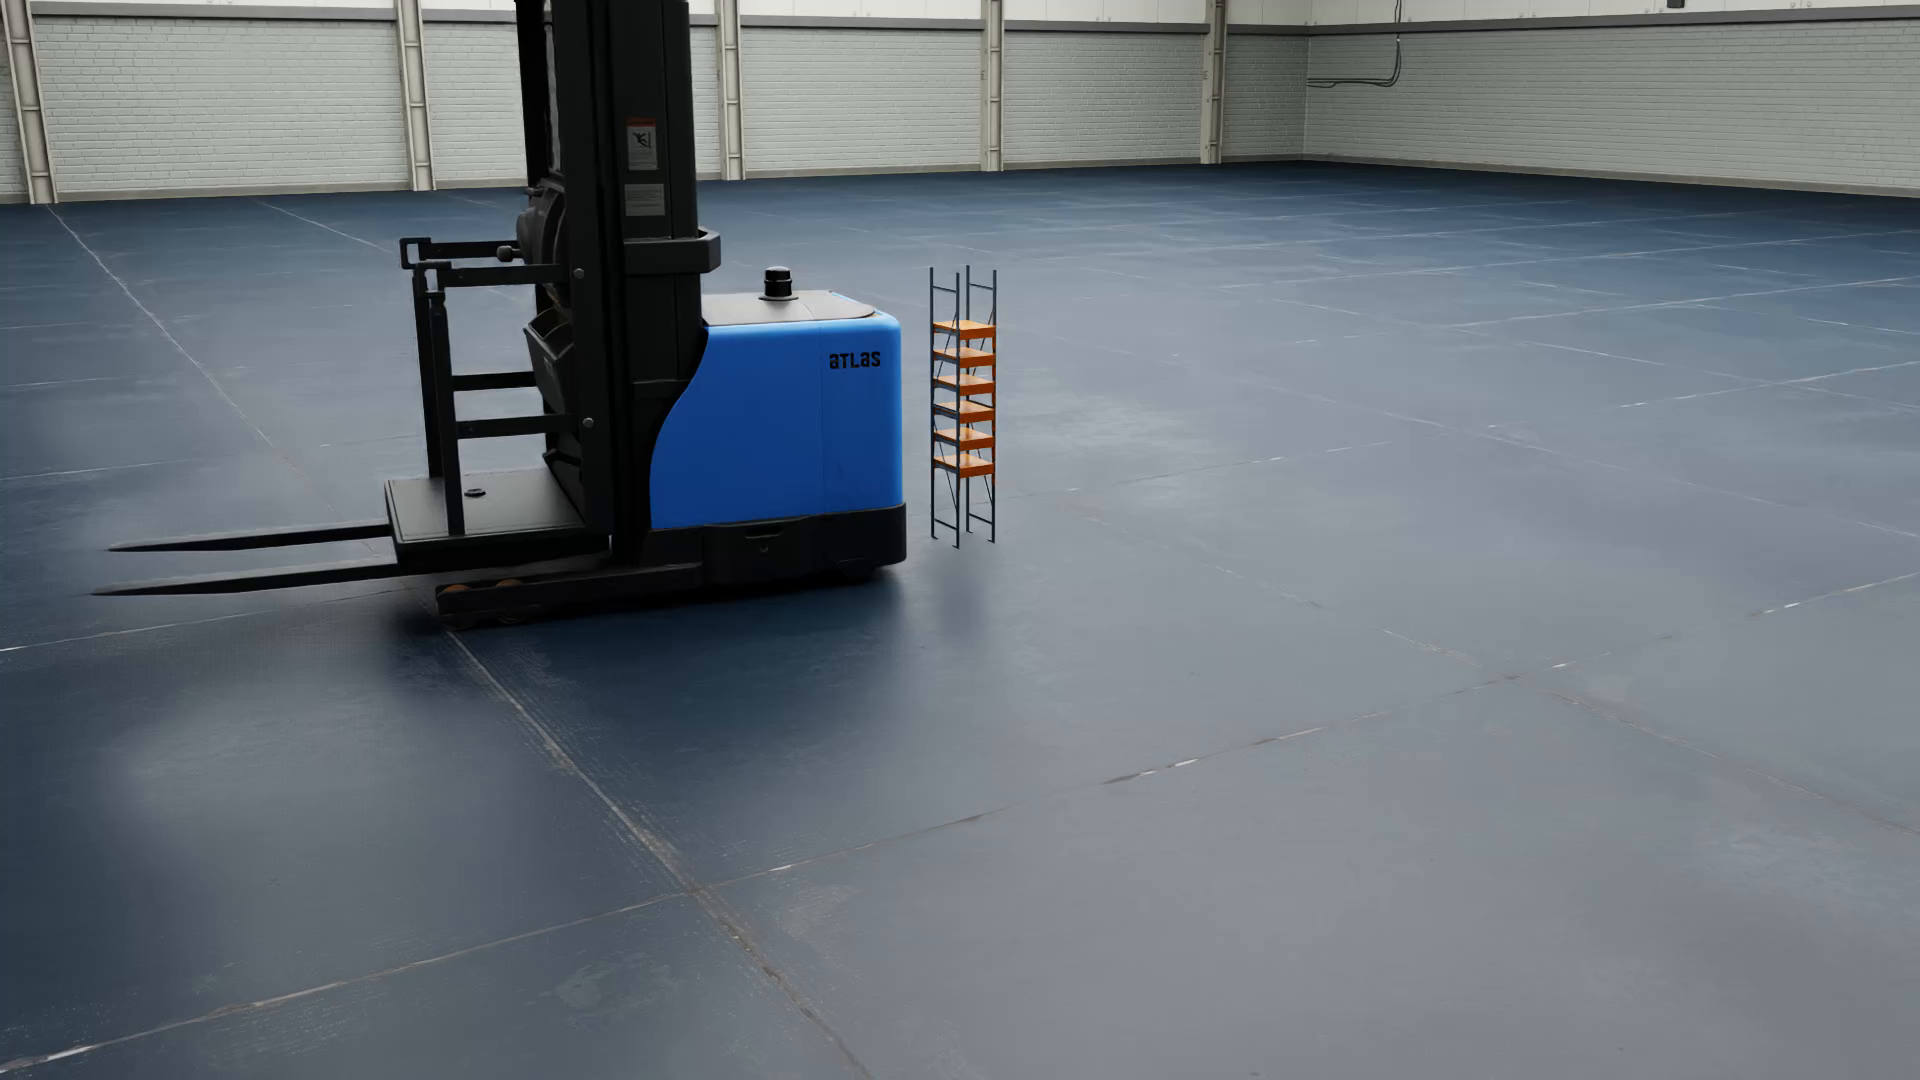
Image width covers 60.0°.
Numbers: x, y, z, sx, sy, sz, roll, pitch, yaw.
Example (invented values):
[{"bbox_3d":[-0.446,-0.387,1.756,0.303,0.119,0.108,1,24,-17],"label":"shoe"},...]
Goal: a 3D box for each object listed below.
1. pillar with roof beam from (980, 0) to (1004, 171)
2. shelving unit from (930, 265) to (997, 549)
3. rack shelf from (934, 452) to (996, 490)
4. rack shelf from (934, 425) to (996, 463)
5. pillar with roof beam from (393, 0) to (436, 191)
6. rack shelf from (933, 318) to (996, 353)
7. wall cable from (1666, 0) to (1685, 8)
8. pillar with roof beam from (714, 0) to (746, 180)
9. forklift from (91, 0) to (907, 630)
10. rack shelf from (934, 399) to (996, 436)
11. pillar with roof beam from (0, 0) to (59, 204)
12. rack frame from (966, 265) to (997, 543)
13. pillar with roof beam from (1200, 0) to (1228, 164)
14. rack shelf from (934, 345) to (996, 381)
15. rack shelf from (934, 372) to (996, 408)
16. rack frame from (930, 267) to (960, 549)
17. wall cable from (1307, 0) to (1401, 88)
[{"bbox_3d":[2.899,-11.266,30.928,0.400,9.000,9.100,-9,18,-30],"label":"pillar with roof beam"},{"bbox_3d":[0.012,-0.580,7.255,0.189,1.200,0.258,-9,18,-30],"label":"shelving unit"},{"bbox_3d":[0.012,-0.306,7.332,0.180,0.103,0.258,-9,18,-30],"label":"rack shelf"},{"bbox_3d":[0.012,-0.421,7.299,0.180,0.103,0.258,-9,18,-30],"label":"rack shelf"},{"bbox_3d":[-7.387,-9.598,24.978,0.400,9.000,9.100,-9,18,-30],"label":"pillar with roof beam"},{"bbox_3d":[0.012,-0.884,7.170,0.180,0.103,0.258,-9,18,-30],"label":"rack shelf"},{"bbox_3d":[13.907,-12.639,29.524,0.169,6.003,2.305,-9,18,-30],"label":"wall cable"},{"bbox_3d":[-2.244,-10.432,27.953,0.400,9.000,9.100,-9,18,-30],"label":"pillar with roof beam"},{"bbox_3d":[-1.792,-1.236,6.390,3.031,2.935,1.130,-6,17,-20],"label":"forklift"},{"bbox_3d":[0.012,-0.537,7.267,0.180,0.103,0.258,-9,18,-30],"label":"rack shelf"},{"bbox_3d":[-12.531,-8.764,22.002,0.400,9.000,9.100,-9,18,-30],"label":"pillar with roof beam"},{"bbox_3d":[0.091,-0.592,7.300,0.006,1.200,0.240,-9,18,-30],"label":"rack frame"},{"bbox_3d":[8.042,-12.100,33.904,0.400,9.000,9.100,-9,18,-30],"label":"pillar with roof beam"},{"bbox_3d":[0.012,-0.768,7.202,0.180,0.103,0.258,-9,18,-30],"label":"rack shelf"},{"bbox_3d":[0.012,-0.653,7.235,0.180,0.103,0.258,-9,18,-30],"label":"rack shelf"},{"bbox_3d":[-0.066,-0.567,7.210,0.006,1.200,0.240,-9,18,-30],"label":"rack frame"},{"bbox_3d":[9.031,-11.705,38.245,0.112,2.526,3.097,-9,18,-30],"label":"wall cable"}]
